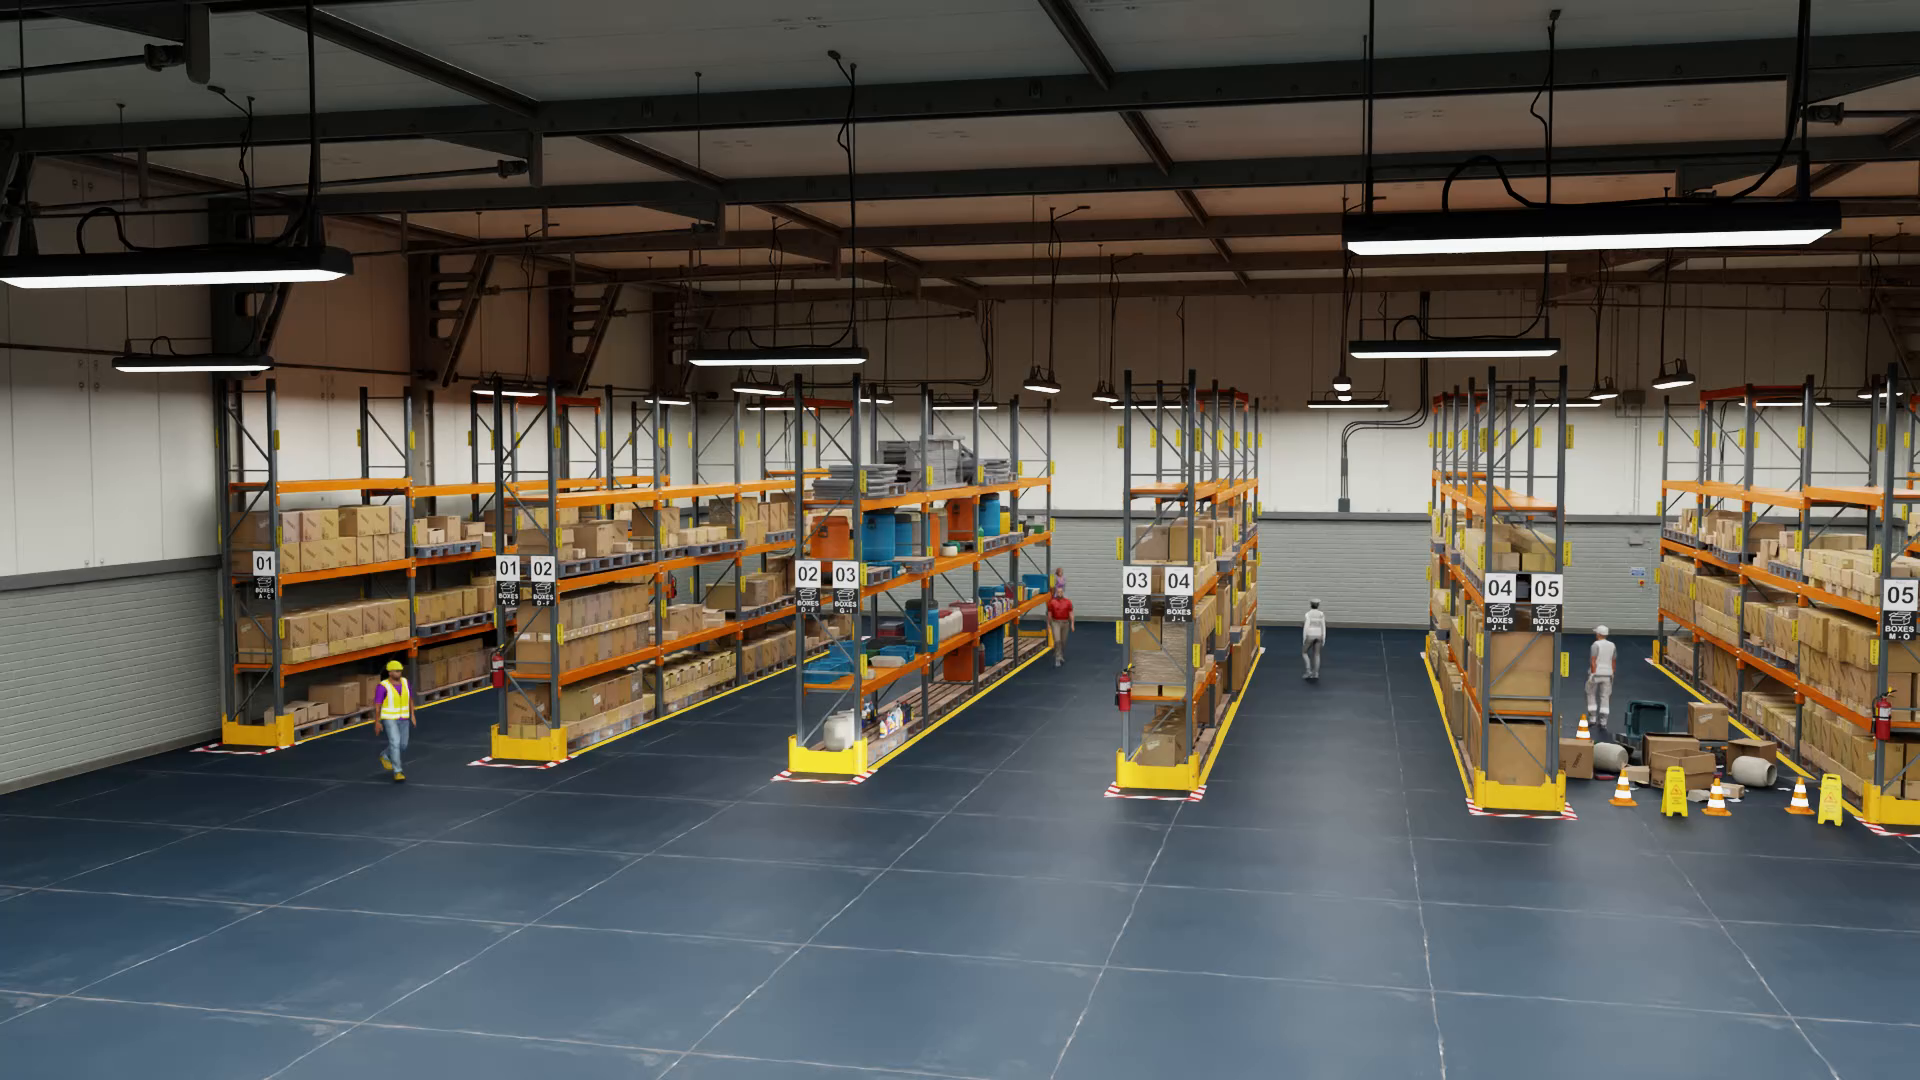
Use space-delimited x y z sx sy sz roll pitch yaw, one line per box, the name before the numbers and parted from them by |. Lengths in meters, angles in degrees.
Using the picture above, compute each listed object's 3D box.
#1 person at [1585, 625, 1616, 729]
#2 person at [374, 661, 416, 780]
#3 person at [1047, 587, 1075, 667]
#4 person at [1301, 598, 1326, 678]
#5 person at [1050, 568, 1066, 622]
person | 11.141 2.399 28.841 0.509 1.825 0.548 0 3 8
person | -8.386 2.650 24.666 0.908 1.741 0.630 3 4 39
person | 2.269 1.935 37.068 0.555 1.750 0.795 -1 4 -18
person | 7.443 2.079 34.998 0.518 1.713 0.359 -1 4 -14
person | 2.596 1.526 44.671 0.612 1.565 0.416 2 4 33
